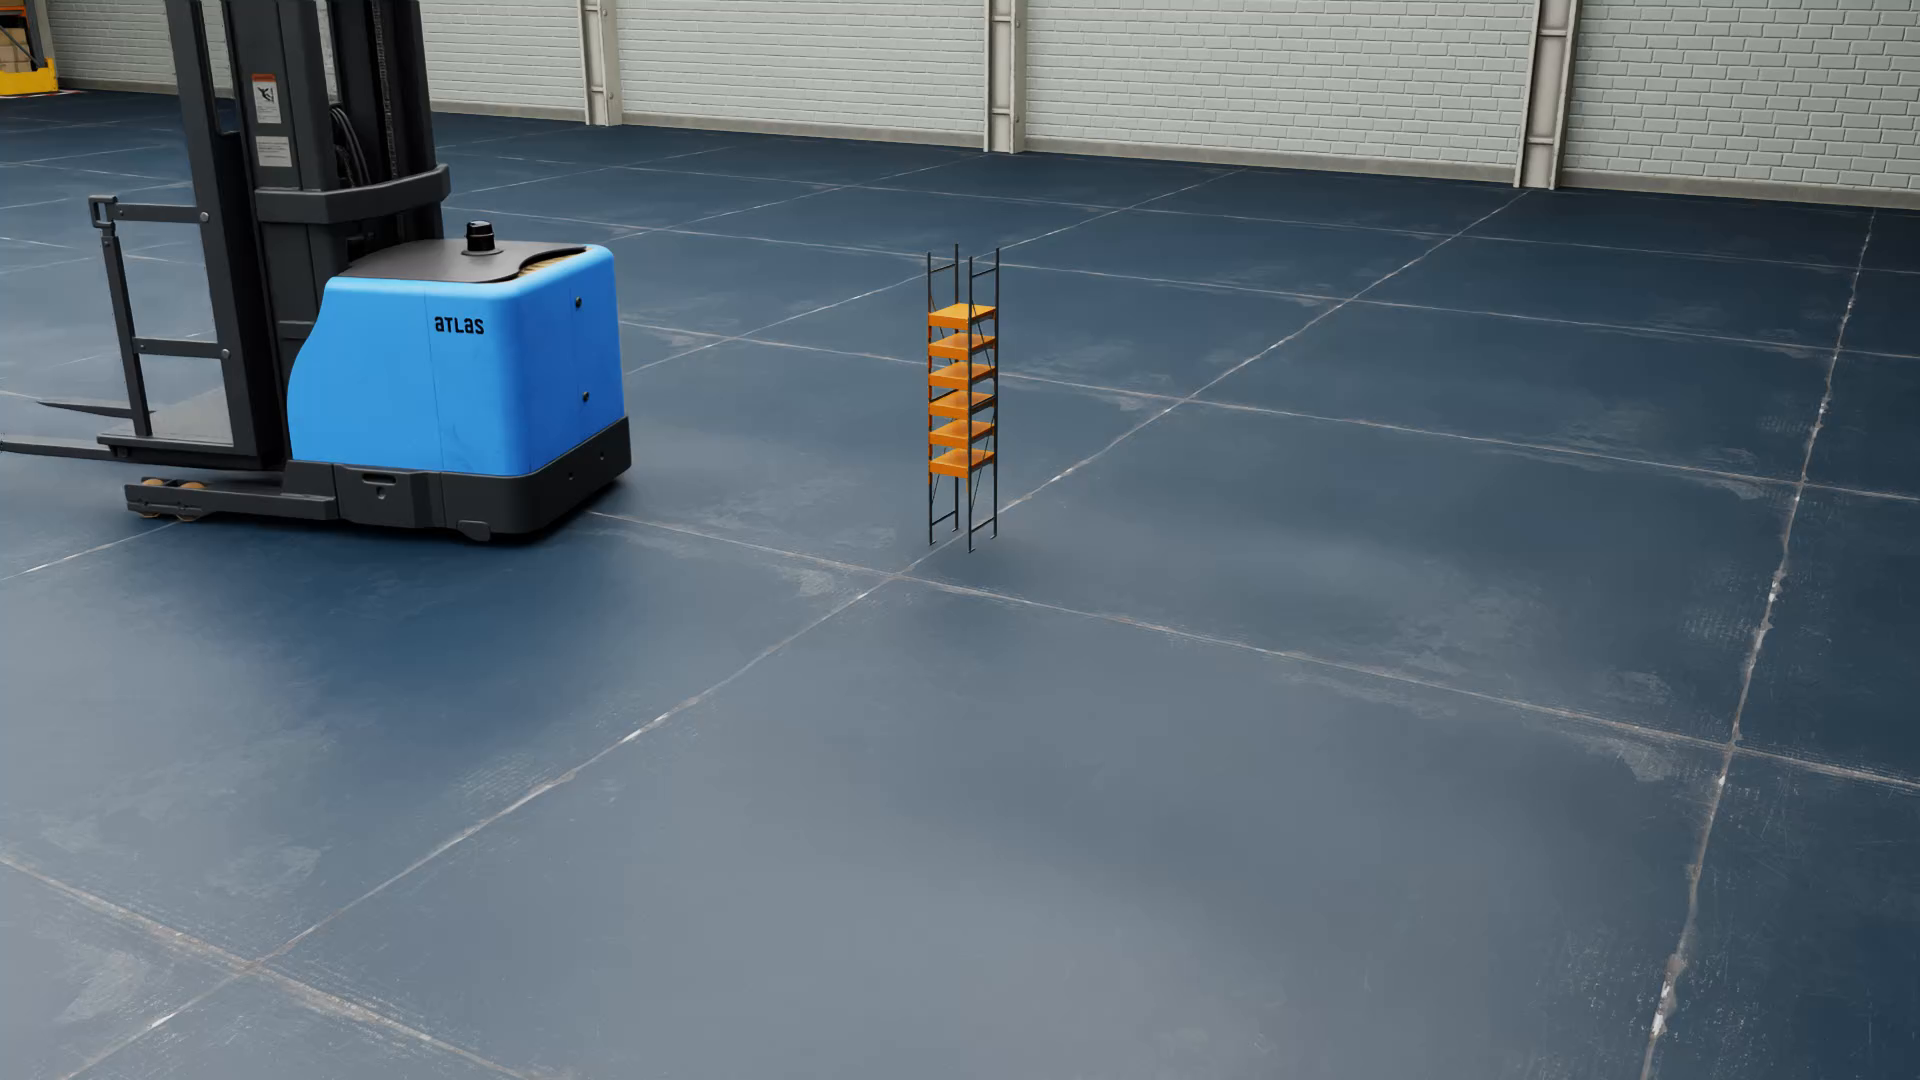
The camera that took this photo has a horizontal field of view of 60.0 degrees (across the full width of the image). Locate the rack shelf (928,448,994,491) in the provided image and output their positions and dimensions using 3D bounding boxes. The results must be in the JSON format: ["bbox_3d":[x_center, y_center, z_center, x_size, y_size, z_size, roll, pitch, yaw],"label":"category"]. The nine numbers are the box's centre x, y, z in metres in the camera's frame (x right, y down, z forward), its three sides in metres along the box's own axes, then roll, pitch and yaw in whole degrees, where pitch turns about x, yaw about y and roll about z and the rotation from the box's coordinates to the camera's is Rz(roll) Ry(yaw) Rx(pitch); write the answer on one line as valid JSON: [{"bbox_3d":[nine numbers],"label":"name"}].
[{"bbox_3d":[0.013,-0.294,6.751,0.180,0.103,0.258,11,23,27],"label":"rack shelf"}]

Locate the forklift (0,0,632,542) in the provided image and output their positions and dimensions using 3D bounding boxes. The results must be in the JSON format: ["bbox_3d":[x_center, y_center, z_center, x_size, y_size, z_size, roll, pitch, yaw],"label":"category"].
[{"bbox_3d":[-3.072,-1.623,7.042,3.031,2.935,1.130,5,20,13],"label":"forklift"}]

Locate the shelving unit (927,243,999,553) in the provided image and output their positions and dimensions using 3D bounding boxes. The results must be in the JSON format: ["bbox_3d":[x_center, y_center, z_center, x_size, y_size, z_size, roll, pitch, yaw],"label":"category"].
[{"bbox_3d":[0.013,-0.562,6.654,0.189,1.200,0.258,11,23,27],"label":"shelving unit"}]

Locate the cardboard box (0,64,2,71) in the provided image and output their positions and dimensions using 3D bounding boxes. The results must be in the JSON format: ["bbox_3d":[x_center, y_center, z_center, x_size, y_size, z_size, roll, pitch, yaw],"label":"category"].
[{"bbox_3d":[-15.591,-7.436,26.382,0.500,0.250,0.500,11,23,28],"label":"cardboard box"}]

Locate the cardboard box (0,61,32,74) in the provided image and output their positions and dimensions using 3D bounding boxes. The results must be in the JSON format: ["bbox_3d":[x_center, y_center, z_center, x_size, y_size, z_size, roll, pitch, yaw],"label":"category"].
[{"bbox_3d":[-15.360,-7.592,26.812,0.500,0.250,0.500,11,23,28],"label":"cardboard box"}]

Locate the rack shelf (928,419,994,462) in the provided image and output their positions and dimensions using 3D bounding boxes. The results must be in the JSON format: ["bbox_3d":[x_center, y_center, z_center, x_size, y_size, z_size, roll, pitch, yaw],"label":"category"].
[{"bbox_3d":[0.013,-0.407,6.710,0.180,0.103,0.258,11,23,27],"label":"rack shelf"}]

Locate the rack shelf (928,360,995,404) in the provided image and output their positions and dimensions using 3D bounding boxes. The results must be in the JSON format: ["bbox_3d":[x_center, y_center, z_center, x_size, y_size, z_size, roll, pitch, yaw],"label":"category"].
[{"bbox_3d":[0.013,-0.633,6.628,0.180,0.103,0.258,11,23,27],"label":"rack shelf"}]

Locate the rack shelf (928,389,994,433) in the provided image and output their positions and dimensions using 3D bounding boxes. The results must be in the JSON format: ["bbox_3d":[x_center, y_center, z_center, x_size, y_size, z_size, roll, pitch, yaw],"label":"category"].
[{"bbox_3d":[0.013,-0.520,6.669,0.180,0.103,0.258,11,23,27],"label":"rack shelf"}]

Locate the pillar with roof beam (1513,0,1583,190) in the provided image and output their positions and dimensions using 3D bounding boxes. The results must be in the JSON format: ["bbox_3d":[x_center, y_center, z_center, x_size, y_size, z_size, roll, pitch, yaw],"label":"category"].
[{"bbox_3d":[3.658,-6.479,11.529,0.400,9.000,9.100,11,23,27],"label":"pillar with roof beam"}]

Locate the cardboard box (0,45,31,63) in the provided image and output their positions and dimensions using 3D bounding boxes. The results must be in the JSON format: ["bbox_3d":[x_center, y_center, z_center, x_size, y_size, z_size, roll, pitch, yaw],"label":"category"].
[{"bbox_3d":[-15.336,-7.827,26.727,0.500,0.250,0.500,11,23,28],"label":"cardboard box"}]

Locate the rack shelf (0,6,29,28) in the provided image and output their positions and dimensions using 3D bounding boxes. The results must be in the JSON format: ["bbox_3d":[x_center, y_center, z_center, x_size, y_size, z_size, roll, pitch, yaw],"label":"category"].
[{"bbox_3d":[-16.773,-8.541,27.068,4.000,0.370,1.077,11,23,27],"label":"rack shelf"}]

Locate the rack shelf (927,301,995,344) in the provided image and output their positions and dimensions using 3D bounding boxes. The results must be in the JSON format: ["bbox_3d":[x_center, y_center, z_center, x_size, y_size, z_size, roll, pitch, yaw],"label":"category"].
[{"bbox_3d":[0.013,-0.858,6.546,0.180,0.103,0.258,11,23,27],"label":"rack shelf"}]

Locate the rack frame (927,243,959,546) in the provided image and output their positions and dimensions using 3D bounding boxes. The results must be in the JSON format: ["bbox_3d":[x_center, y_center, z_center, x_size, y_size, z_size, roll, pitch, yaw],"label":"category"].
[{"bbox_3d":[-0.067,-0.577,6.696,0.006,1.200,0.240,11,23,27],"label":"rack frame"}]

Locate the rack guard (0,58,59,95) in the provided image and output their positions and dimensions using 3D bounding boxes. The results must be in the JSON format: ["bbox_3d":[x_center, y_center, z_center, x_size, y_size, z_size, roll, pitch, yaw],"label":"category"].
[{"bbox_3d":[-15.006,-7.368,26.444,0.348,0.500,1.175,11,23,27],"label":"rack guard"}]

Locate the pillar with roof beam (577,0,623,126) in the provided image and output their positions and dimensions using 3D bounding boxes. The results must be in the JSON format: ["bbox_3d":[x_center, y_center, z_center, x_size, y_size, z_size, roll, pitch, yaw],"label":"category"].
[{"bbox_3d":[-6.819,-8.474,17.030,0.400,9.000,9.100,11,23,27],"label":"pillar with roof beam"}]

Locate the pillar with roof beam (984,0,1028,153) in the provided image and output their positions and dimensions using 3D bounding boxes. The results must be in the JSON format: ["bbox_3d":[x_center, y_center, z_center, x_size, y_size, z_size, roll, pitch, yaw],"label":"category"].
[{"bbox_3d":[-1.580,-7.476,14.279,0.400,9.000,9.100,11,23,27],"label":"pillar with roof beam"}]

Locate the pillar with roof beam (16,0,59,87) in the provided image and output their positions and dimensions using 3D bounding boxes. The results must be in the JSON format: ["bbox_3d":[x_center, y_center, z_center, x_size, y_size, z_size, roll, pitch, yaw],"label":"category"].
[{"bbox_3d":[-17.295,-10.470,22.532,0.400,9.000,9.100,11,23,27],"label":"pillar with roof beam"}]

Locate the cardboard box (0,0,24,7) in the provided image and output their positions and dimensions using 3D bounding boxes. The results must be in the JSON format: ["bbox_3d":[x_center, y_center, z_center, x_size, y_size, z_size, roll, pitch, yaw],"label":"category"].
[{"bbox_3d":[-15.324,-8.759,26.467,0.500,0.500,0.500,12,23,29],"label":"cardboard box"}]

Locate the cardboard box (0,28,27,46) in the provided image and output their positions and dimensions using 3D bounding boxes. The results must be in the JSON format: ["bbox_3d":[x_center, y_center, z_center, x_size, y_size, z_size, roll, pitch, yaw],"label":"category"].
[{"bbox_3d":[-15.354,-8.058,26.631,0.500,0.250,0.500,10,22,26],"label":"cardboard box"}]

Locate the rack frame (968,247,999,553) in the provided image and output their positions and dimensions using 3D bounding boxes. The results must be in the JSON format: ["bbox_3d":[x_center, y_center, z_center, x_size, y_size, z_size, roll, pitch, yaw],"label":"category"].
[{"bbox_3d":[0.093,-0.546,6.612,0.006,1.200,0.240,11,23,27],"label":"rack frame"}]

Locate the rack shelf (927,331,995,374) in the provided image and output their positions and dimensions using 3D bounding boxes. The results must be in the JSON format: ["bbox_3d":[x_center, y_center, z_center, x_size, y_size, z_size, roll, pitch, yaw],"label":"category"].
[{"bbox_3d":[0.013,-0.745,6.587,0.180,0.103,0.258,11,23,27],"label":"rack shelf"}]

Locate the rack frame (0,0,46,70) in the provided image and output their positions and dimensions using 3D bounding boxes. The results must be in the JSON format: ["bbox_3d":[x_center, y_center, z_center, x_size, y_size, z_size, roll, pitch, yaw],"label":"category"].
[{"bbox_3d":[-15.027,-8.547,26.029,0.127,3.000,1.000,11,23,27],"label":"rack frame"}]
